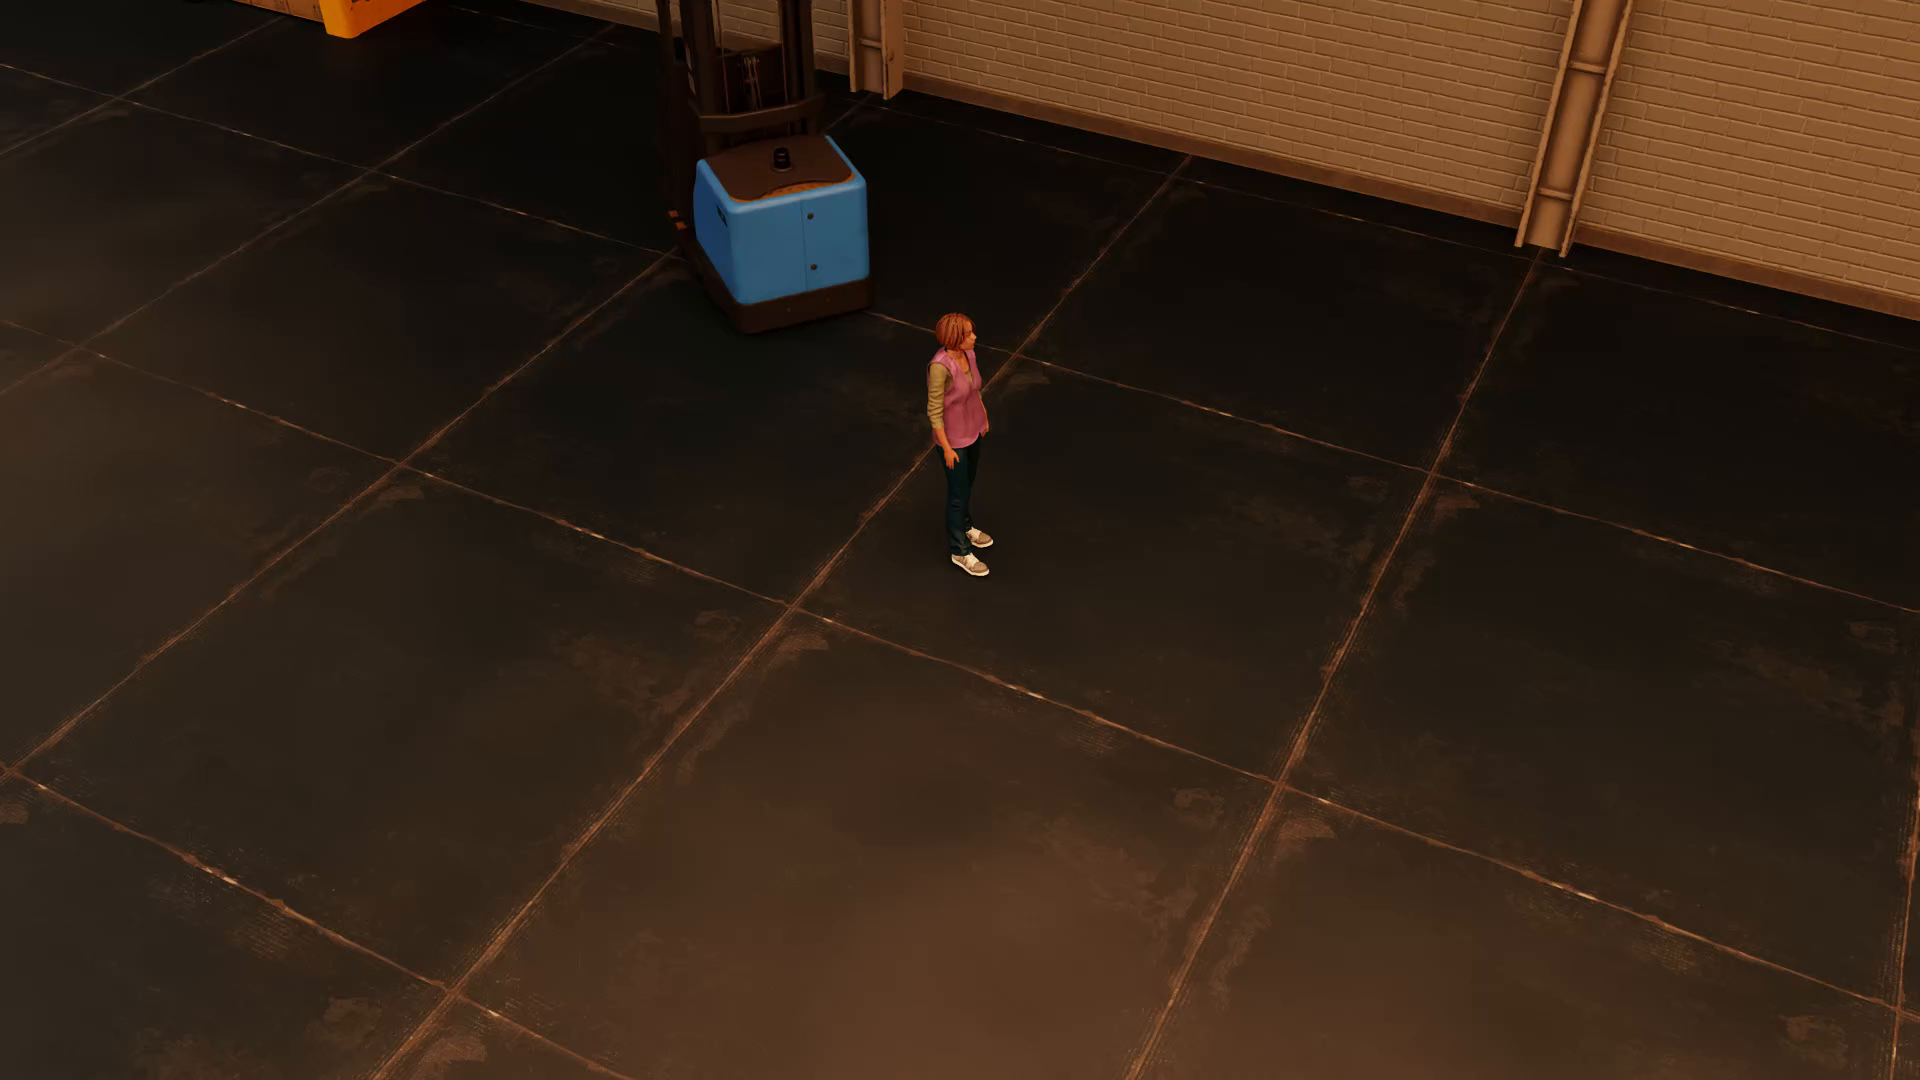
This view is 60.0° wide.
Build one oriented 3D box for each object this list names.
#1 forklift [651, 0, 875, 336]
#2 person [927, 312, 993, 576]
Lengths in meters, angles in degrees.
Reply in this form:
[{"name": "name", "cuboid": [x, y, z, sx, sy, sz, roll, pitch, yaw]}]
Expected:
[{"name": "forklift", "cuboid": [-1.679, -3.534, 12.183, 1.130, 2.935, 3.031, -16, 43, -18]}, {"name": "person", "cuboid": [0.060, -0.585, 9.708, 0.473, 1.596, 0.520, 18, 43, 21]}]
